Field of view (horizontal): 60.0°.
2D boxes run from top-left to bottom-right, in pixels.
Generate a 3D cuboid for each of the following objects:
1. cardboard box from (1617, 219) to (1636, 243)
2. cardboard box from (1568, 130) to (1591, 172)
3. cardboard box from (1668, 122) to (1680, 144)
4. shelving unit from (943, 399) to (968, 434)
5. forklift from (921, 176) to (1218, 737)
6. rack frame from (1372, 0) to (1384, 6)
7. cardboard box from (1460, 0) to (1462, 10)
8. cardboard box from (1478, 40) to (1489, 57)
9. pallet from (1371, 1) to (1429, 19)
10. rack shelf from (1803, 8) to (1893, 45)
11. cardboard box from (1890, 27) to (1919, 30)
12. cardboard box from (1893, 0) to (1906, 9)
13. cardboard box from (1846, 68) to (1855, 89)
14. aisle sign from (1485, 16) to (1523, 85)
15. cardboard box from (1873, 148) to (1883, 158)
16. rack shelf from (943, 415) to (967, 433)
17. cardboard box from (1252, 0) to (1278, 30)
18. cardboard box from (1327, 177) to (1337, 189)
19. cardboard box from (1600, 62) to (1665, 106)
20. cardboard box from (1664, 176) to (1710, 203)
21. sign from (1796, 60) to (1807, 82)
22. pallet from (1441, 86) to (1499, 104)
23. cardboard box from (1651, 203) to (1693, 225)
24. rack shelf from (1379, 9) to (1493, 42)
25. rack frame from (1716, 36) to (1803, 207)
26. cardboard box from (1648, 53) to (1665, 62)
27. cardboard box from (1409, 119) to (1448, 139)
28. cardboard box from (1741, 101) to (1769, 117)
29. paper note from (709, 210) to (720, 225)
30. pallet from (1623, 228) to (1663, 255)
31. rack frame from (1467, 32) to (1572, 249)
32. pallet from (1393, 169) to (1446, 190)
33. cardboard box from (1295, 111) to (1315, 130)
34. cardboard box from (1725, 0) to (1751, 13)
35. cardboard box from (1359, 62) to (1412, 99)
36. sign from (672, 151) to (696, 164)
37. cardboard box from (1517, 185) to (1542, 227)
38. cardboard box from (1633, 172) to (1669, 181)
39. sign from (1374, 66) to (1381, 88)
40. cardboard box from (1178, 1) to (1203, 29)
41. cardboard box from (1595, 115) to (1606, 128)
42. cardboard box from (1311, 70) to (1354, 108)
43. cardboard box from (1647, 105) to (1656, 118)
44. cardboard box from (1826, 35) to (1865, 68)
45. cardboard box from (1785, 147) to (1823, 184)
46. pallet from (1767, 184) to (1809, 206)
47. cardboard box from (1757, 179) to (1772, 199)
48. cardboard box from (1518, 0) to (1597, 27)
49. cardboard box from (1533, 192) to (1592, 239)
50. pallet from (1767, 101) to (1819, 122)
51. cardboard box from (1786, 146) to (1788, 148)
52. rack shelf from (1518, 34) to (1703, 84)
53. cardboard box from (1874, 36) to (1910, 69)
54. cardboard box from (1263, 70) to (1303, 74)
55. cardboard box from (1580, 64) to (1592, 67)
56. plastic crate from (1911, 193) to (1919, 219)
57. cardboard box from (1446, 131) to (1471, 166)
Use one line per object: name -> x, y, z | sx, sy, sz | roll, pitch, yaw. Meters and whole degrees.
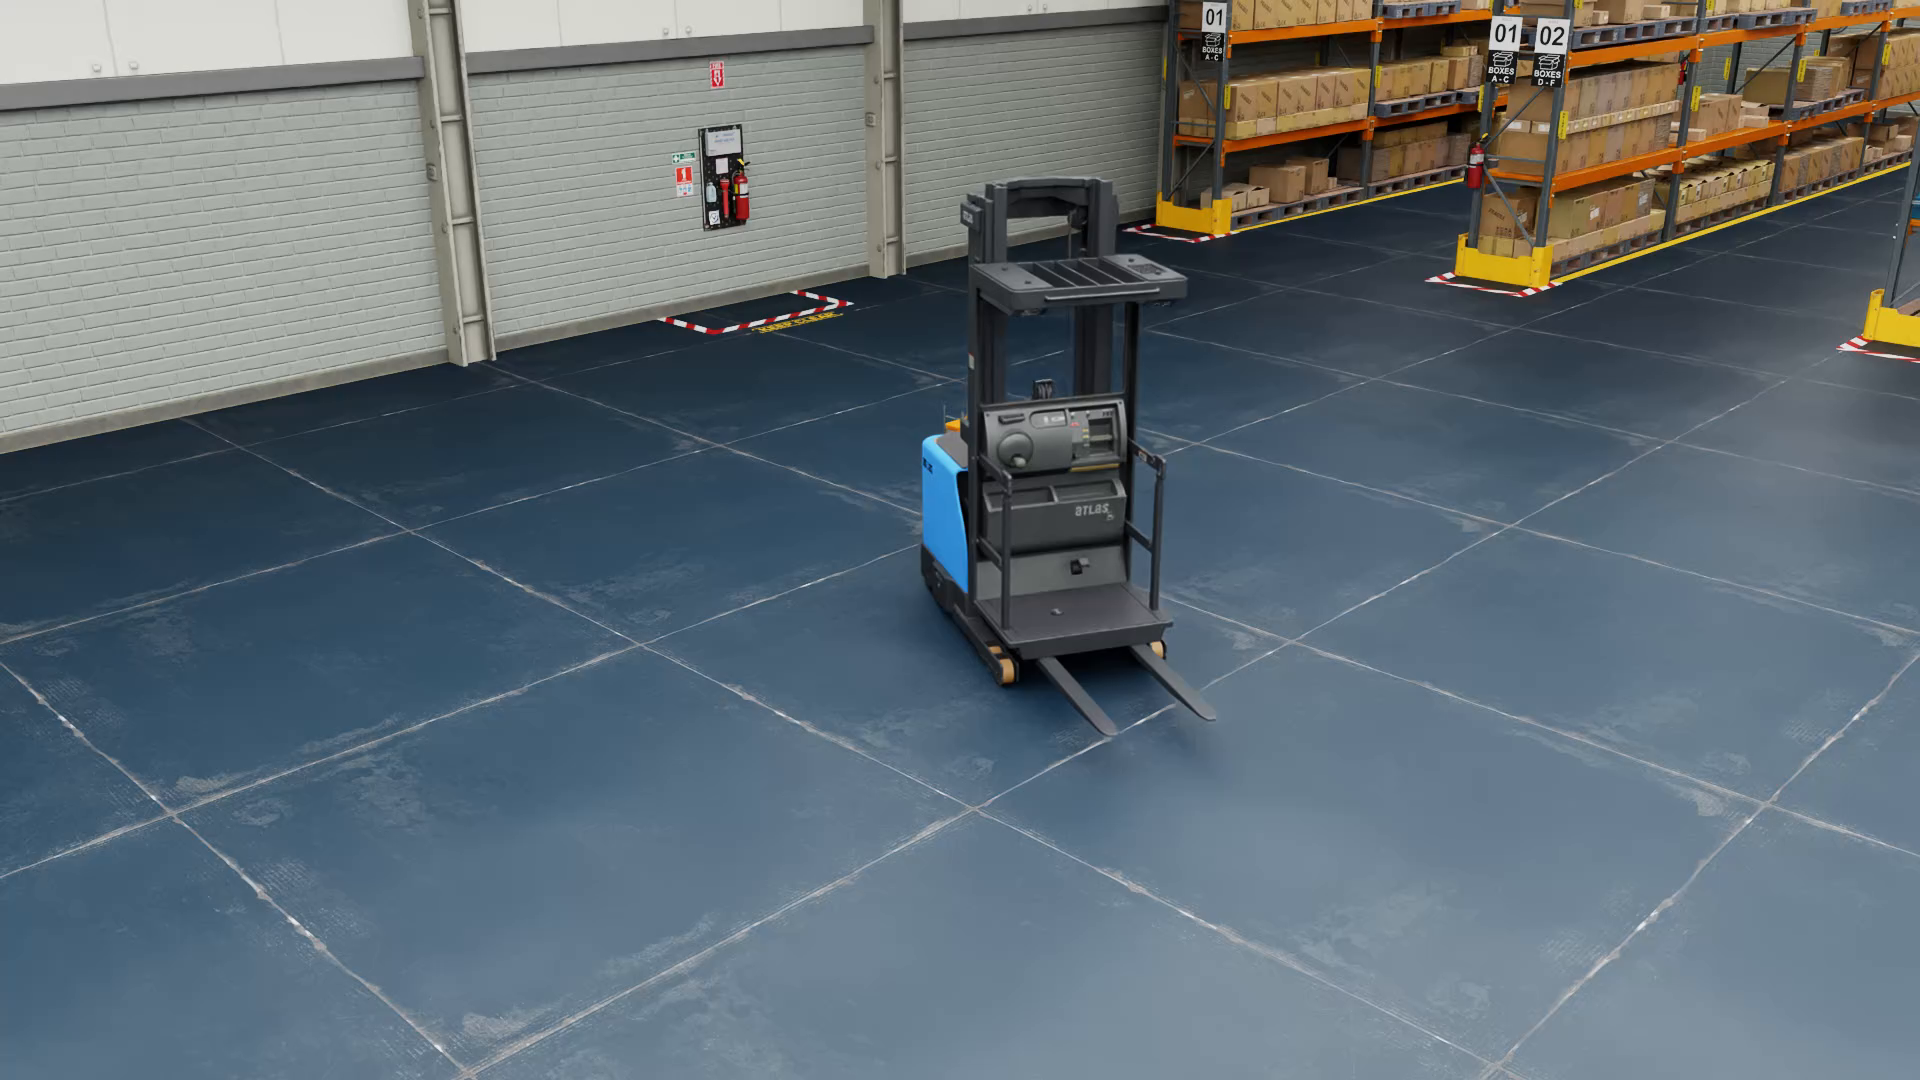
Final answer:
cardboard box -> 8.856, -4.247, 22.689 | 0.500, 0.250, 0.500 | 19, 28, 41
cardboard box -> 7.625, -5.038, 21.361 | 0.500, 0.500, 0.700 | -19, 28, -41
cardboard box -> 10.029, -5.834, 23.780 | 0.500, 0.250, 0.500 | -18, 27, -39
shelving unit -> 0.037, -0.504, 12.422 | 0.215, 1.050, 0.252 | 19, 28, 41
forklift -> 0.664, -0.635, 10.143 | 1.130, 2.935, 3.031 | -7, 22, -17
rack frame -> 6.166, -9.805, 25.543 | 1.000, 3.000, 0.127 | 19, 28, 41
cardboard box -> 7.985, -9.181, 27.927 | 0.637, 0.503, 0.797 | -15, 26, -35
cardboard box -> 9.477, -8.638, 29.240 | 0.500, 0.250, 0.500 | -19, 28, -41
pallet -> 6.672, -8.450, 26.458 | 1.213, 0.211, 1.003 | 19, 28, 41
rack shelf -> 13.903, -8.373, 26.999 | 1.077, 0.370, 4.000 | 19, 28, 41
cardboard box -> 17.590, -9.316, 31.099 | 0.500, 0.500, 0.500 | -19, 28, -40
cardboard box -> 15.815, -9.216, 28.399 | 0.500, 0.250, 0.500 | 19, 28, 41
cardboard box -> 15.463, -8.062, 29.229 | 0.500, 0.500, 0.500 | -20, 28, -41
aisle sign -> 6.671, -6.008, 20.401 | 0.394, 0.787, 0.004 | 19, 28, 41
cardboard box -> 16.342, -6.984, 29.900 | 0.380, 0.166, 0.250 | 19, 28, 41
rack shelf -> 0.037, -0.759, 12.324 | 0.215, 0.259, 0.240 | 19, 28, 41
cardboard box -> 4.188, -7.585, 23.781 | 0.500, 0.500, 0.500 | -18, 27, -39
cardboard box -> 5.814, -5.743, 26.671 | 0.380, 0.166, 0.250 | 15, 26, 34
cardboard box -> 9.061, -6.173, 22.505 | 0.700, 0.500, 0.500 | 19, 28, 41
cardboard box -> 10.537, -5.112, 24.159 | 0.500, 0.311, 0.500 | 19, 28, 40
sign -> 12.908, -7.197, 25.504 | 0.100, 0.325, 0.005 | 19, 28, 41
pallet -> 8.535, -7.734, 28.782 | 1.213, 0.211, 1.003 | 19, 28, 41
cardboard box -> 10.176, -4.720, 23.922 | 0.500, 0.250, 0.500 | 18, 28, 39
rack shelf -> 7.561, -8.584, 27.547 | 1.077, 0.370, 4.000 | 19, 28, 41
rack frame -> 12.508, -6.794, 26.071 | 1.000, 3.000, 0.127 | 19, 28, 41
cardboard box -> 13.689, -9.906, 33.749 | 0.980, 0.700, 0.700 | 19, 28, 40
cardboard box -> 8.048, -7.093, 28.673 | 0.500, 0.250, 0.500 | -20, 28, -41
cardboard box -> 12.223, -6.670, 25.872 | 0.500, 0.311, 0.500 | -18, 27, -39
paper note -> -2.866, -3.766, 19.419 | 0.016, 0.148, 0.142 | 19, 28, 41
pallet -> 9.133, -4.271, 23.391 | 1.003, 0.211, 1.213 | 19, 28, 41
rack frame -> 6.927, -4.738, 20.721 | 1.000, 3.000, 0.127 | 19, 28, 41
pallet -> 7.559, -6.219, 28.461 | 1.003, 0.211, 1.213 | 19, 28, 41
cardboard box -> 5.009, -6.358, 25.117 | 0.500, 0.250, 0.500 | 20, 28, 41
cardboard box -> 11.095, -7.769, 24.048 | 0.500, 0.250, 0.500 | 16, 26, 36
cardboard box -> 6.940, -7.521, 27.209 | 0.500, 0.500, 0.700 | -17, 27, -37
sign -> -3.143, -4.352, 18.928 | 0.001, 0.109, 0.331 | 19, 28, 41
cardboard box -> 7.775, -4.474, 22.235 | 0.500, 0.500, 0.500 | 19, 28, 41
cardboard box -> 10.153, -5.252, 24.523 | 0.500, 0.311, 0.500 | -19, 28, -41
sign -> 6.560, -7.275, 26.115 | 0.100, 0.325, 0.005 | 19, 28, 41
cardboard box -> 3.485, -7.604, 23.828 | 0.500, 0.500, 0.500 | -18, 27, -38
cardboard box -> 8.074, -5.400, 21.400 | 0.380, 0.149, 0.250 | 18, 27, 39
cardboard box -> 5.713, -6.966, 25.653 | 0.500, 0.500, 0.500 | 19, 28, 40
cardboard box -> 9.144, -5.793, 22.423 | 0.380, 0.149, 0.250 | 19, 28, 41
cardboard box -> 15.465, -8.531, 29.055 | 0.500, 0.500, 0.500 | 19, 28, 41
cardboard box -> 13.745, -6.142, 27.245 | 0.500, 0.500, 0.500 | 19, 28, 40
pallet -> 13.056, -5.675, 27.046 | 1.003, 0.211, 1.213 | 19, 28, 41
cardboard box -> 12.315, -5.511, 25.978 | 0.500, 0.250, 0.500 | -19, 28, -41
cardboard box -> 7.331, -6.594, 20.445 | 0.637, 0.503, 0.797 | -18, 27, -38
cardboard box -> 7.808, -4.212, 21.553 | 0.500, 0.500, 0.500 | 19, 28, 41
pallet -> 12.930, -6.897, 26.604 | 1.213, 0.211, 1.003 | 19, 28, 41
cardboard box -> 13.353, -6.265, 27.565 | 0.500, 0.500, 0.500 | 18, 27, 39
rack shelf -> 8.322, -6.316, 21.649 | 1.077, 0.370, 4.000 | 19, 28, 41
cardboard box -> 16.188, -8.519, 29.026 | 0.500, 0.500, 0.500 | 18, 28, 39
cardboard box -> 4.973, -6.967, 25.656 | 0.500, 0.500, 0.500 | -19, 28, -41
cardboard box -> 11.605, -9.075, 31.421 | 0.500, 0.500, 0.500 | 19, 28, 40
plastic crate -> 10.608, -3.631, 18.049 | 0.499, 0.251, 0.616 | 19, 28, 41
cardboard box -> 8.491, -6.874, 29.148 | 0.500, 0.500, 0.700 | -20, 29, -41
